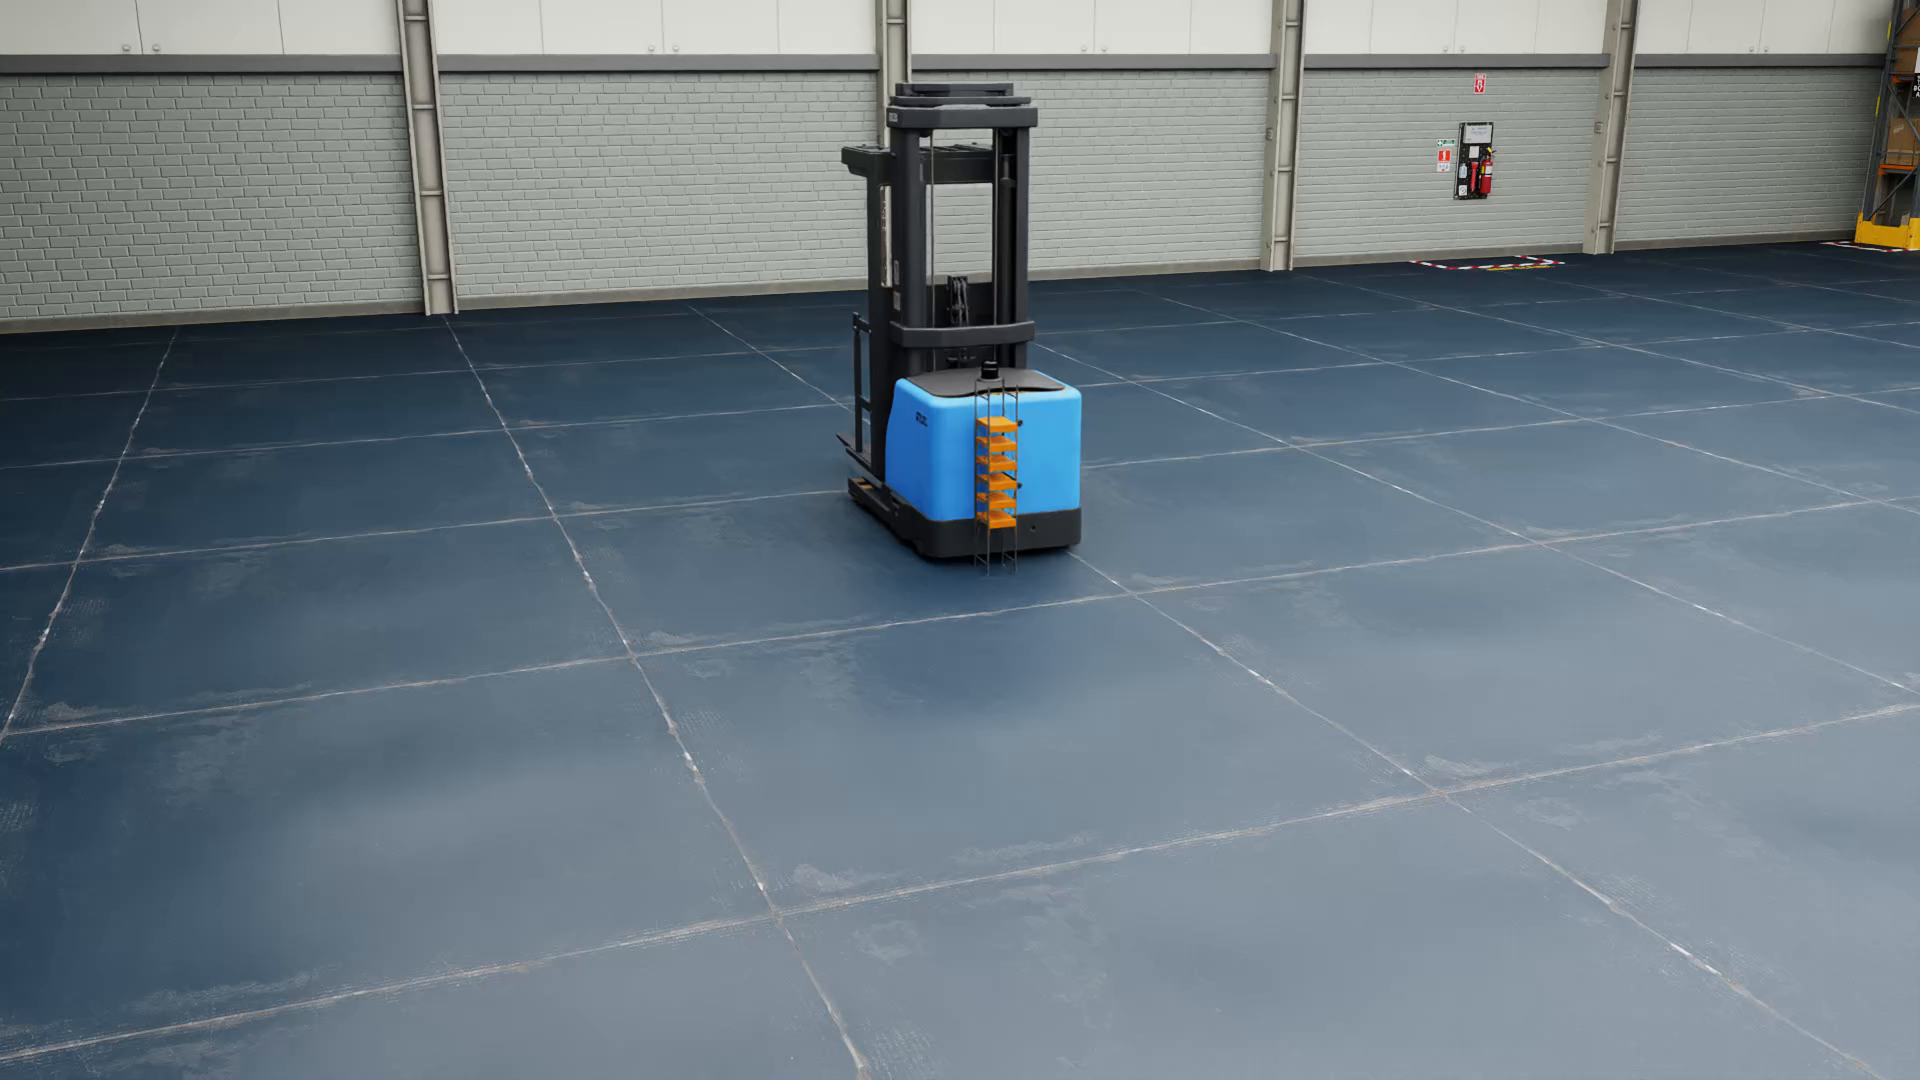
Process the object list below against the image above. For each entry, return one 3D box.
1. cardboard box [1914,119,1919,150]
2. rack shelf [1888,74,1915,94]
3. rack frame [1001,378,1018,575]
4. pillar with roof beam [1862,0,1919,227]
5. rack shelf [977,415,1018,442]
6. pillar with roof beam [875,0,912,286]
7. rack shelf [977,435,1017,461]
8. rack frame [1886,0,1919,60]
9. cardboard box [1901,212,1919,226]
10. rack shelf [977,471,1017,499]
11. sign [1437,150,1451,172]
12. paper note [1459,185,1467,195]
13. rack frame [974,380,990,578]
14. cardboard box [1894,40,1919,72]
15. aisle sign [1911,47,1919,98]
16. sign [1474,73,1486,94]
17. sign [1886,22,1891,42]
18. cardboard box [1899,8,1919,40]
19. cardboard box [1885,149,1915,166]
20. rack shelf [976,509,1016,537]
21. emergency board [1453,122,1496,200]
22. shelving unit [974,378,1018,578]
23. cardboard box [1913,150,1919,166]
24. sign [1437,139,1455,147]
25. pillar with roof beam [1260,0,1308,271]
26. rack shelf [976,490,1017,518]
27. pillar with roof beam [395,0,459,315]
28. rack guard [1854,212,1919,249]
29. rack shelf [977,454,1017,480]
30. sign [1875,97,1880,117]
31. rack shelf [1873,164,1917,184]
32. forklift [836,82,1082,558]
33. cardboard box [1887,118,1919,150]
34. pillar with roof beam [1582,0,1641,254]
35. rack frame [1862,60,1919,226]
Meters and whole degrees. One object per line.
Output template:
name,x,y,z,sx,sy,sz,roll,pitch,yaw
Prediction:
cardboard box,16.141,-6.668,27.380,0.500,0.500,0.500,-6,17,-20
rack shelf,17.455,-7.697,27.938,4.000,0.370,1.077,-6,17,-20
rack frame,0.306,-0.391,10.299,0.006,1.200,0.240,-6,17,-19
pillar with roof beam,17.472,-8.445,23.886,0.400,9.000,9.100,-6,17,-20
rack shelf,0.221,-0.684,10.179,0.180,0.103,0.258,-6,17,-19
pillar with roof beam,0.664,-6.630,17.706,0.400,9.000,9.100,-6,17,-20
rack shelf,0.221,-0.569,10.213,0.180,0.103,0.258,-6,17,-19
rack frame,15.587,-9.280,26.728,0.127,3.000,1.000,-6,17,-20
cardboard box,16.266,-5.368,28.047,0.500,0.311,0.500,-8,18,-26
rack shelf,0.221,-0.339,10.281,0.180,0.103,0.258,-6,17,-19
sign,7.454,-5.844,25.611,0.234,0.329,0.001,-6,17,-20
paper note,7.818,-5.433,25.839,0.142,0.148,0.016,-6,17,-20
rack frame,0.135,-0.373,10.238,0.006,1.200,0.240,-6,17,-19
cardboard box,15.887,-8.007,27.503,0.500,0.500,0.500,-5,17,-16
aisle sign,15.628,-7.562,26.913,0.004,0.787,0.394,-6,17,-20
sign,7.964,-6.993,25.474,0.199,0.298,0.001,-6,17,-20
sign,15.408,-8.413,27.530,0.005,0.325,0.100,-6,17,-20
cardboard box,15.897,-8.490,27.375,0.500,0.500,0.500,-5,17,-18
cardboard box,15.955,-6.437,27.925,0.500,0.250,0.500,-6,17,-19
rack shelf,0.221,-0.109,10.348,0.180,0.103,0.258,-6,17,-19
emergency board,8.008,-5.855,25.714,0.643,1.169,0.194,-6,17,-20
shelving unit,0.221,-0.382,10.268,0.189,1.200,0.258,-6,17,-19
cardboard box,16.157,-6.305,27.474,0.500,0.250,0.500,-7,18,-22
sign,7.462,-6.096,25.530,0.331,0.109,0.001,-6,17,-20
pillar with roof beam,6.267,-7.235,19.766,0.400,9.000,9.100,-6,17,-20
rack shelf,0.221,-0.224,10.314,0.180,0.103,0.258,-6,17,-19
pillar with roof beam,-4.939,-6.025,15.646,0.400,9.000,9.100,-6,17,-20
rack guard,15.658,-5.210,27.951,0.348,0.500,1.175,-6,17,-20
rack shelf,0.221,-0.454,10.247,0.180,0.103,0.258,-6,17,-19
sign,15.408,-7.256,27.869,0.005,0.325,0.100,-6,17,-20
rack shelf,17.455,-6.258,28.361,4.000,0.370,1.077,-6,17,-20
forklift,-0.171,-1.668,11.578,1.130,2.935,3.031,-6,17,-18
cardboard box,15.952,-6.802,27.838,0.500,0.500,0.500,-6,18,-21
pillar with roof beam,11.869,-7.840,21.826,0.400,9.000,9.100,-6,17,-20
rack frame,15.587,-6.401,27.573,0.127,3.000,1.000,-6,17,-20
